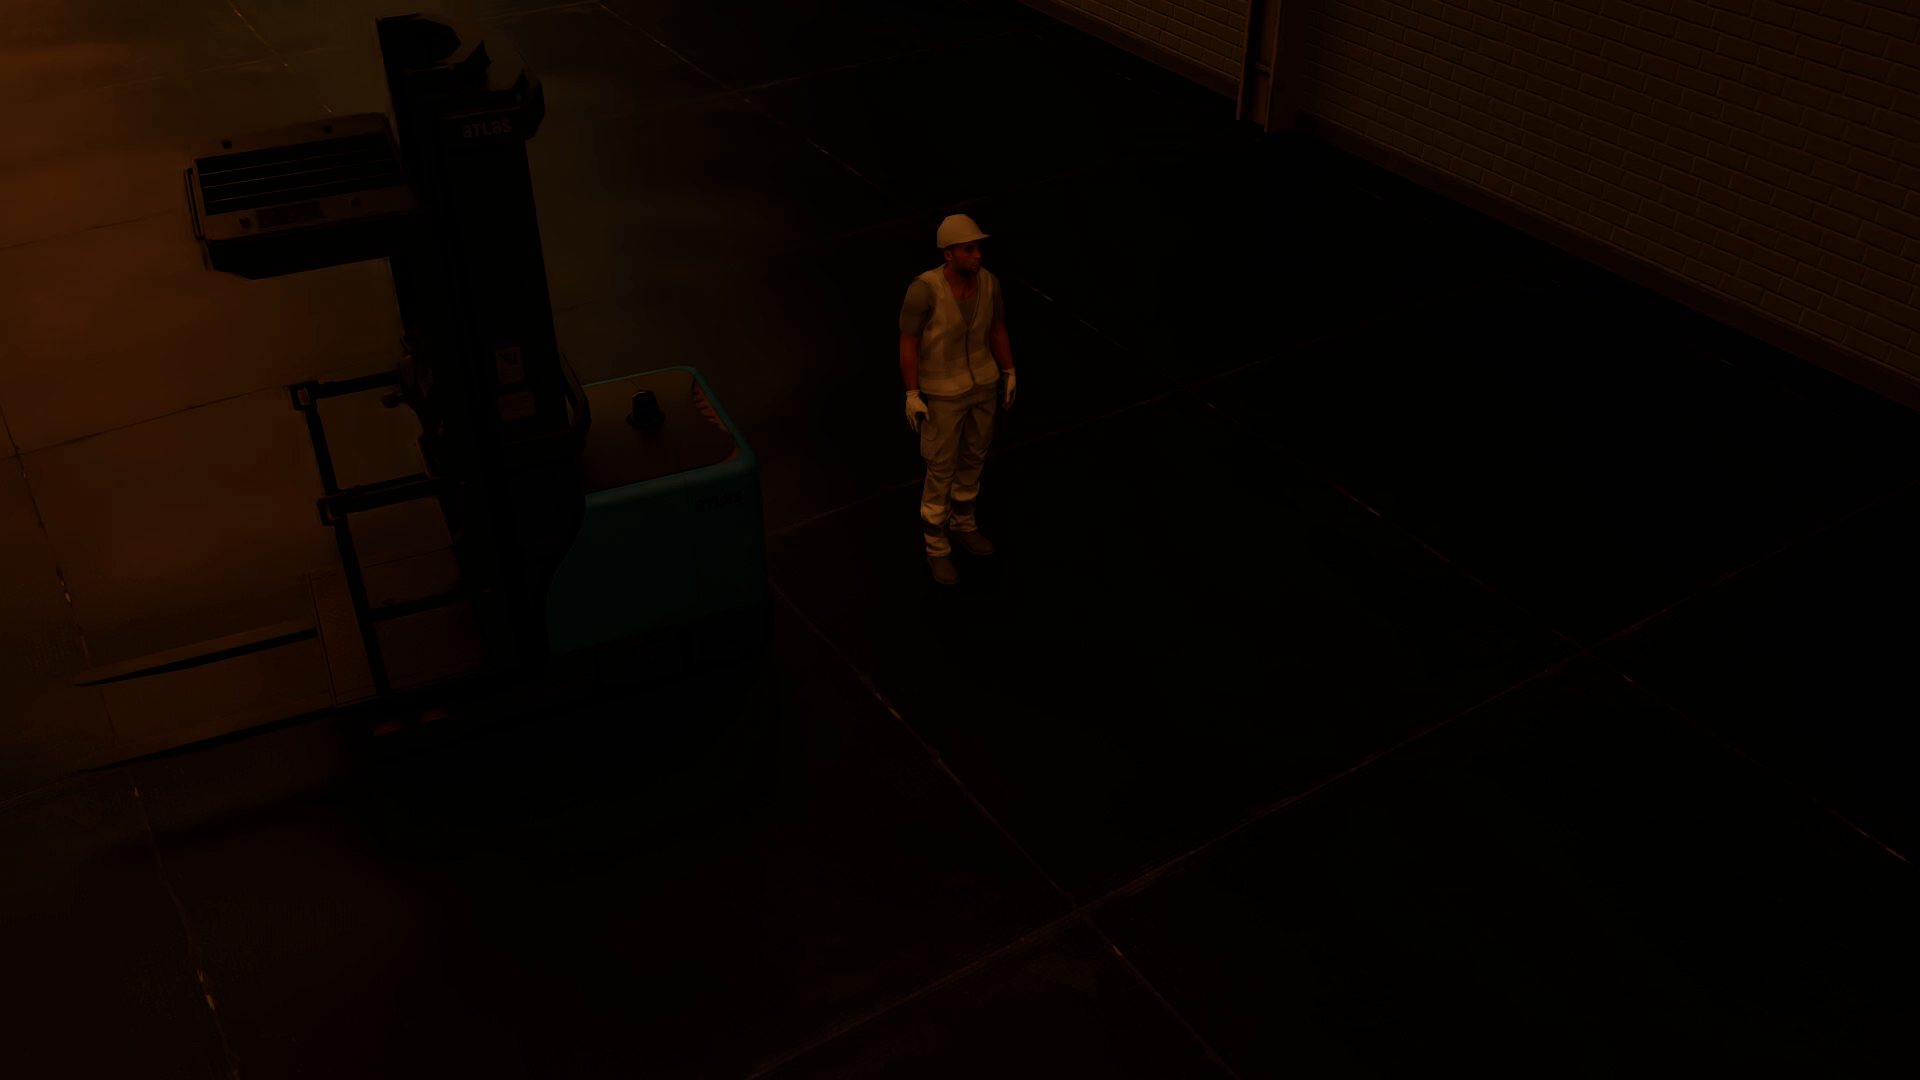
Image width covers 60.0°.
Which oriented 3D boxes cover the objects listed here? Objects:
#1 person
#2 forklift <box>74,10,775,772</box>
[{"bbox_3d":[0.035,-0.695,8.119,0.638,1.789,0.562,-21,40,-27],"label":"person"},{"bbox_3d":[-2.445,-0.585,6.980,3.031,2.935,1.130,-15,38,-20],"label":"forklift"}]
